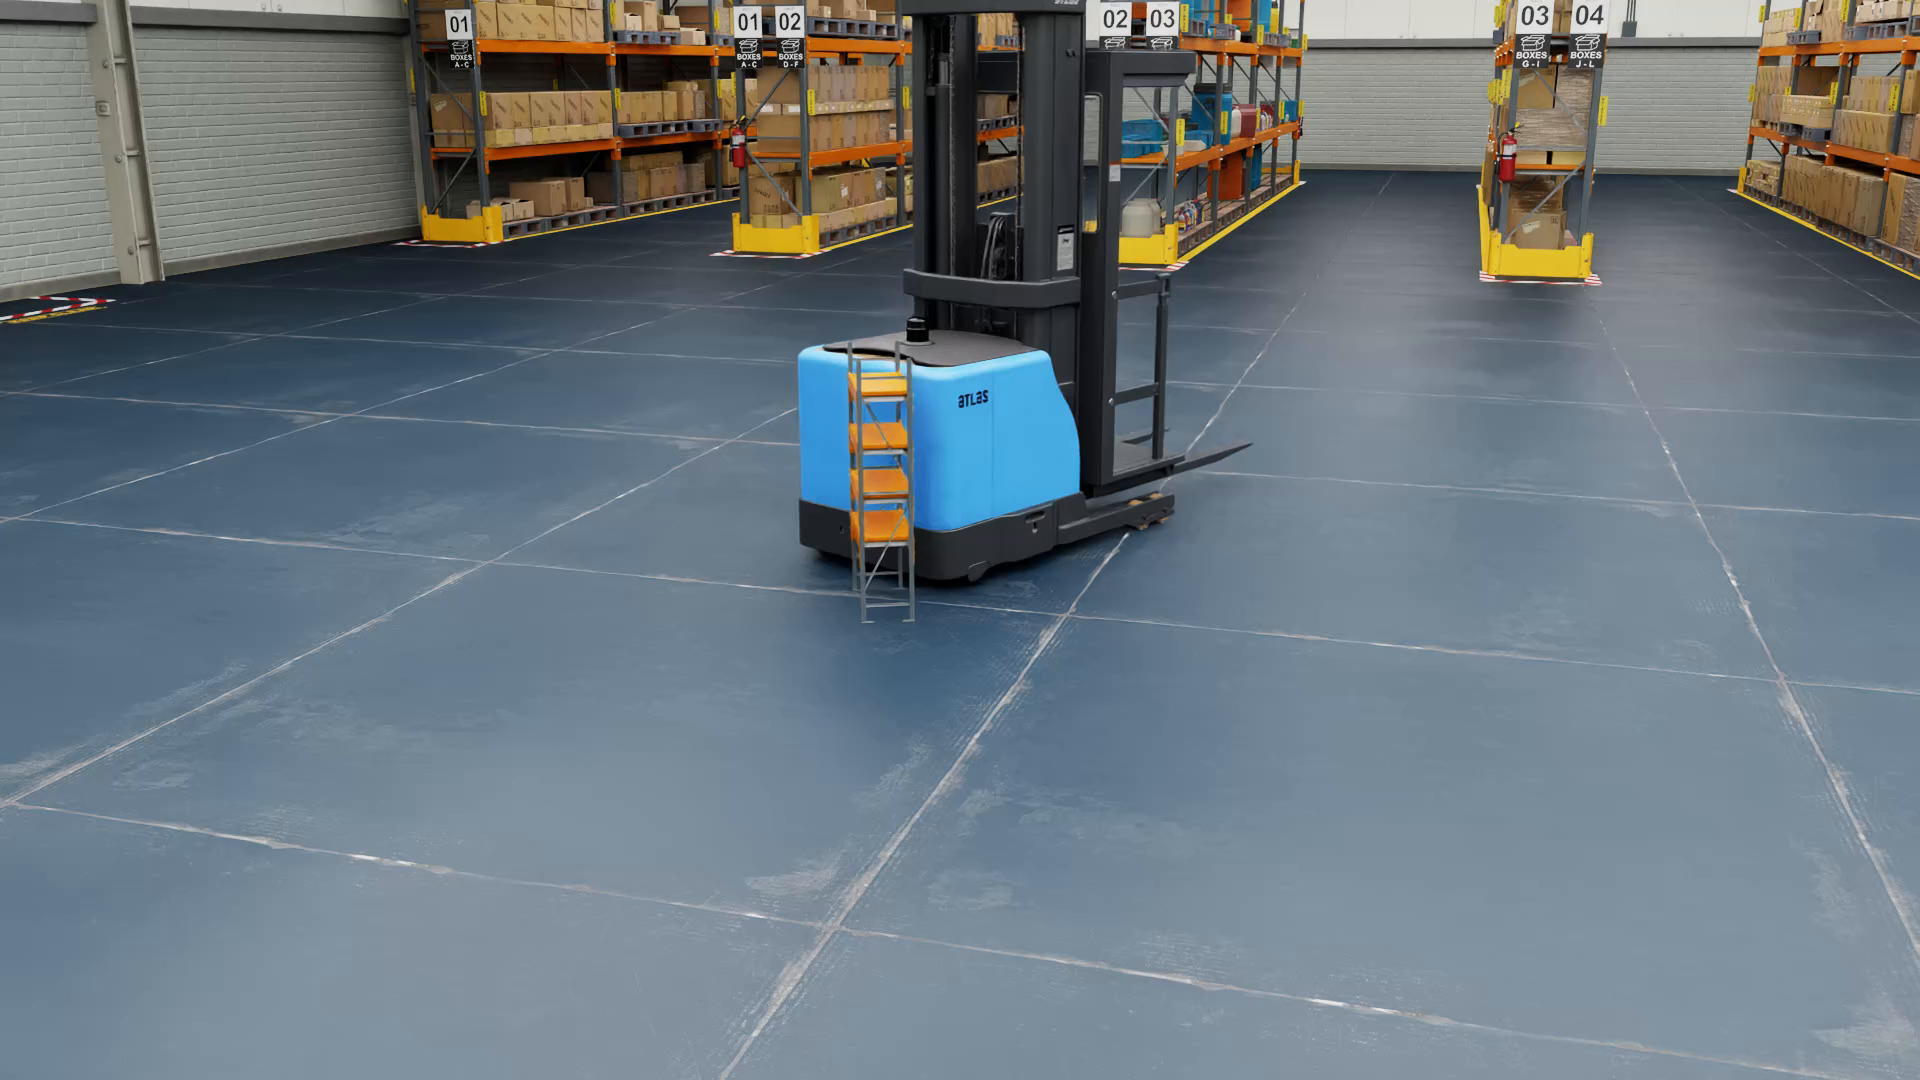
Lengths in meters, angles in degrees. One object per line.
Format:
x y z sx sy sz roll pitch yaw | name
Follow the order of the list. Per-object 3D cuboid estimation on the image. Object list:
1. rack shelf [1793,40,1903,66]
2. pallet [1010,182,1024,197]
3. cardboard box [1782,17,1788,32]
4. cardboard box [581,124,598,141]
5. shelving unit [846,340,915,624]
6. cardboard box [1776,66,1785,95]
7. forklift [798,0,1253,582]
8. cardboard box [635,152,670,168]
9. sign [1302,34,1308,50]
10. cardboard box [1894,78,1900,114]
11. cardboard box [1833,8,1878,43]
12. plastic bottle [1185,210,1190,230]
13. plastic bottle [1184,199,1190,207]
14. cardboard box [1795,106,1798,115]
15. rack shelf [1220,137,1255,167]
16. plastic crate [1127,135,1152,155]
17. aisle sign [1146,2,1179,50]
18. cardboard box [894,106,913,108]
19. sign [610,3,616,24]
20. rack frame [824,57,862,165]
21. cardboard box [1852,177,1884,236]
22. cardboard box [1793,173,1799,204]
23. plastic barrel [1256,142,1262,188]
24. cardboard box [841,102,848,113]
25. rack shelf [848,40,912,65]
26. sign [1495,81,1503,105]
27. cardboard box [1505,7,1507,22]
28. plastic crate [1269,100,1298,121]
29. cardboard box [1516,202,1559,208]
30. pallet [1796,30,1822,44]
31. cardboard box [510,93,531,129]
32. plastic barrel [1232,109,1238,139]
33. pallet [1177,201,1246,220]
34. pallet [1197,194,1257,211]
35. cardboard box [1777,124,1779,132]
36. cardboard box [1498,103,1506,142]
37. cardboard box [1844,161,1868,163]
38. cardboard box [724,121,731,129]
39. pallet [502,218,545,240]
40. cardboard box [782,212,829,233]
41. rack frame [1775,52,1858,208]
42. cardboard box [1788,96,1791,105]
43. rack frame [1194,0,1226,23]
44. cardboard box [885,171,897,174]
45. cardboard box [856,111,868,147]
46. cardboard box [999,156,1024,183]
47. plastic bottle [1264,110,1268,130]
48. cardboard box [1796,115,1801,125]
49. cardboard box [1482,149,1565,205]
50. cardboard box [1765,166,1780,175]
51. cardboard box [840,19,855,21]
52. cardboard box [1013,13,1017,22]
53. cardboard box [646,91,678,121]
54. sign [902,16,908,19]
14.555 -7.945 27.163 1.077 0.370 4.000 5 16 16 | rack shelf
0.705 -6.994 33.100 1.003 0.211 1.213 5 16 16 | pallet
15.313 -9.395 30.316 0.500 0.250 0.500 5 17 18 | cardboard box
-6.118 -6.502 26.493 0.500 0.250 0.500 5 17 16 | cardboard box
-0.362 -0.271 7.586 0.258 1.200 0.503 -2 16 -8 | shelving unit
15.139 -8.323 30.114 0.500 0.500 0.500 4 16 14 | cardboard box
0.532 -1.542 8.895 1.130 2.935 3.031 14 21 40 | forklift
-5.506 -6.786 29.658 0.500 0.250 0.500 5 16 16 | cardboard box
7.316 -10.567 35.282 0.100 0.325 0.005 5 16 16 | sign
12.985 -5.937 22.250 0.700 0.500 0.500 4 16 15 | cardboard box
13.905 -7.985 25.803 0.500 0.500 0.500 5 16 16 | cardboard box
3.177 -4.492 23.362 0.097 0.271 0.097 0 16 0 | plastic bottle
3.329 -4.831 24.411 0.144 0.351 0.185 5 16 16 | plastic bottle
14.202 -7.184 27.806 0.380 0.149 0.250 4 16 15 | cardboard box
3.943 -6.250 26.686 1.077 0.370 4.000 5 16 16 | rack shelf
2.283 -5.279 22.215 0.499 0.251 0.408 5 16 16 | plastic crate
2.498 -6.236 20.553 0.394 0.787 0.004 5 16 16 | aisle sign
-0.848 -6.975 27.739 0.500 0.500 0.500 5 16 16 | cardboard box
-5.602 -8.493 26.831 0.100 0.325 0.005 5 16 16 | sign
-2.714 -9.981 38.521 1.000 3.000 0.127 5 16 16 | rack frame
12.940 -4.567 22.787 1.050 0.750 0.750 5 16 16 | cardboard box
14.374 -5.921 28.018 0.500 0.500 0.500 5 17 17 | cardboard box
5.477 -7.218 31.854 0.600 0.901 0.708 5 16 16 | plastic barrel
-1.828 -6.195 23.801 0.380 0.149 0.250 4 16 15 | cardboard box
-0.805 -8.078 27.635 1.077 0.370 4.000 5 16 16 | rack shelf
7.590 -6.288 23.380 0.100 0.325 0.005 5 16 16 | sign
8.880 -8.364 26.224 0.500 0.500 0.500 5 17 16 | cardboard box
6.868 -9.156 35.439 0.616 0.435 0.499 5 16 16 | plastic crate
7.513 -4.125 21.688 0.500 0.500 0.500 6 17 21 | cardboard box
14.554 -8.299 27.438 1.213 0.211 1.003 5 16 16 | pallet
-6.687 -6.323 24.489 0.500 0.500 0.500 5 16 16 | cardboard box
4.304 -6.777 27.022 0.421 0.512 0.421 0 16 0 | plastic barrel
4.254 -5.578 28.110 1.003 0.211 1.213 5 16 16 | pallet
4.695 -5.987 29.552 1.003 0.211 1.213 5 16 16 | pallet
14.949 -7.419 29.948 0.380 0.149 0.250 4 16 14 | cardboard box
7.760 -5.639 22.485 0.875 0.500 0.500 5 16 16 | cardboard box
14.559 -5.979 26.849 0.500 0.250 0.500 4 16 15 | cardboard box
-4.592 -7.910 31.644 0.380 0.149 0.250 5 17 17 | cardboard box
-6.975 -4.683 24.953 1.003 0.211 1.213 5 16 16 | pallet
-2.145 -4.414 23.163 0.500 0.250 0.500 5 16 16 | cardboard box
15.123 -7.371 29.319 1.000 3.000 0.127 5 16 16 | rack frame
14.421 -7.531 28.483 0.380 0.149 0.250 5 17 16 | cardboard box
3.374 -8.959 23.925 1.000 3.000 0.127 5 16 16 | rack frame
-1.248 -6.002 27.736 0.500 0.311 0.500 5 16 16 | cardboard box
-1.784 -6.120 24.727 0.700 0.500 0.500 5 17 17 | cardboard box
1.034 -7.409 33.228 0.500 0.500 0.500 5 16 16 | cardboard box
5.700 -7.876 31.192 0.144 0.351 0.185 5 16 16 | plastic bottle
14.130 -6.977 27.621 0.380 0.149 0.250 4 16 13 | cardboard box
9.476 -6.094 27.942 1.225 0.875 0.875 4 16 13 | cardboard box
15.210 -6.876 30.940 0.380 0.149 0.250 4 16 13 | cardboard box
-1.963 -7.799 24.117 0.797 0.503 0.637 7 17 22 | cardboard box
1.001 -10.653 33.380 0.700 0.500 0.500 5 16 16 | cardboard box
-5.444 -7.696 29.476 0.700 0.500 0.500 5 16 16 | cardboard box
-0.841 -8.145 25.460 0.100 0.325 0.005 5 16 16 | sign
